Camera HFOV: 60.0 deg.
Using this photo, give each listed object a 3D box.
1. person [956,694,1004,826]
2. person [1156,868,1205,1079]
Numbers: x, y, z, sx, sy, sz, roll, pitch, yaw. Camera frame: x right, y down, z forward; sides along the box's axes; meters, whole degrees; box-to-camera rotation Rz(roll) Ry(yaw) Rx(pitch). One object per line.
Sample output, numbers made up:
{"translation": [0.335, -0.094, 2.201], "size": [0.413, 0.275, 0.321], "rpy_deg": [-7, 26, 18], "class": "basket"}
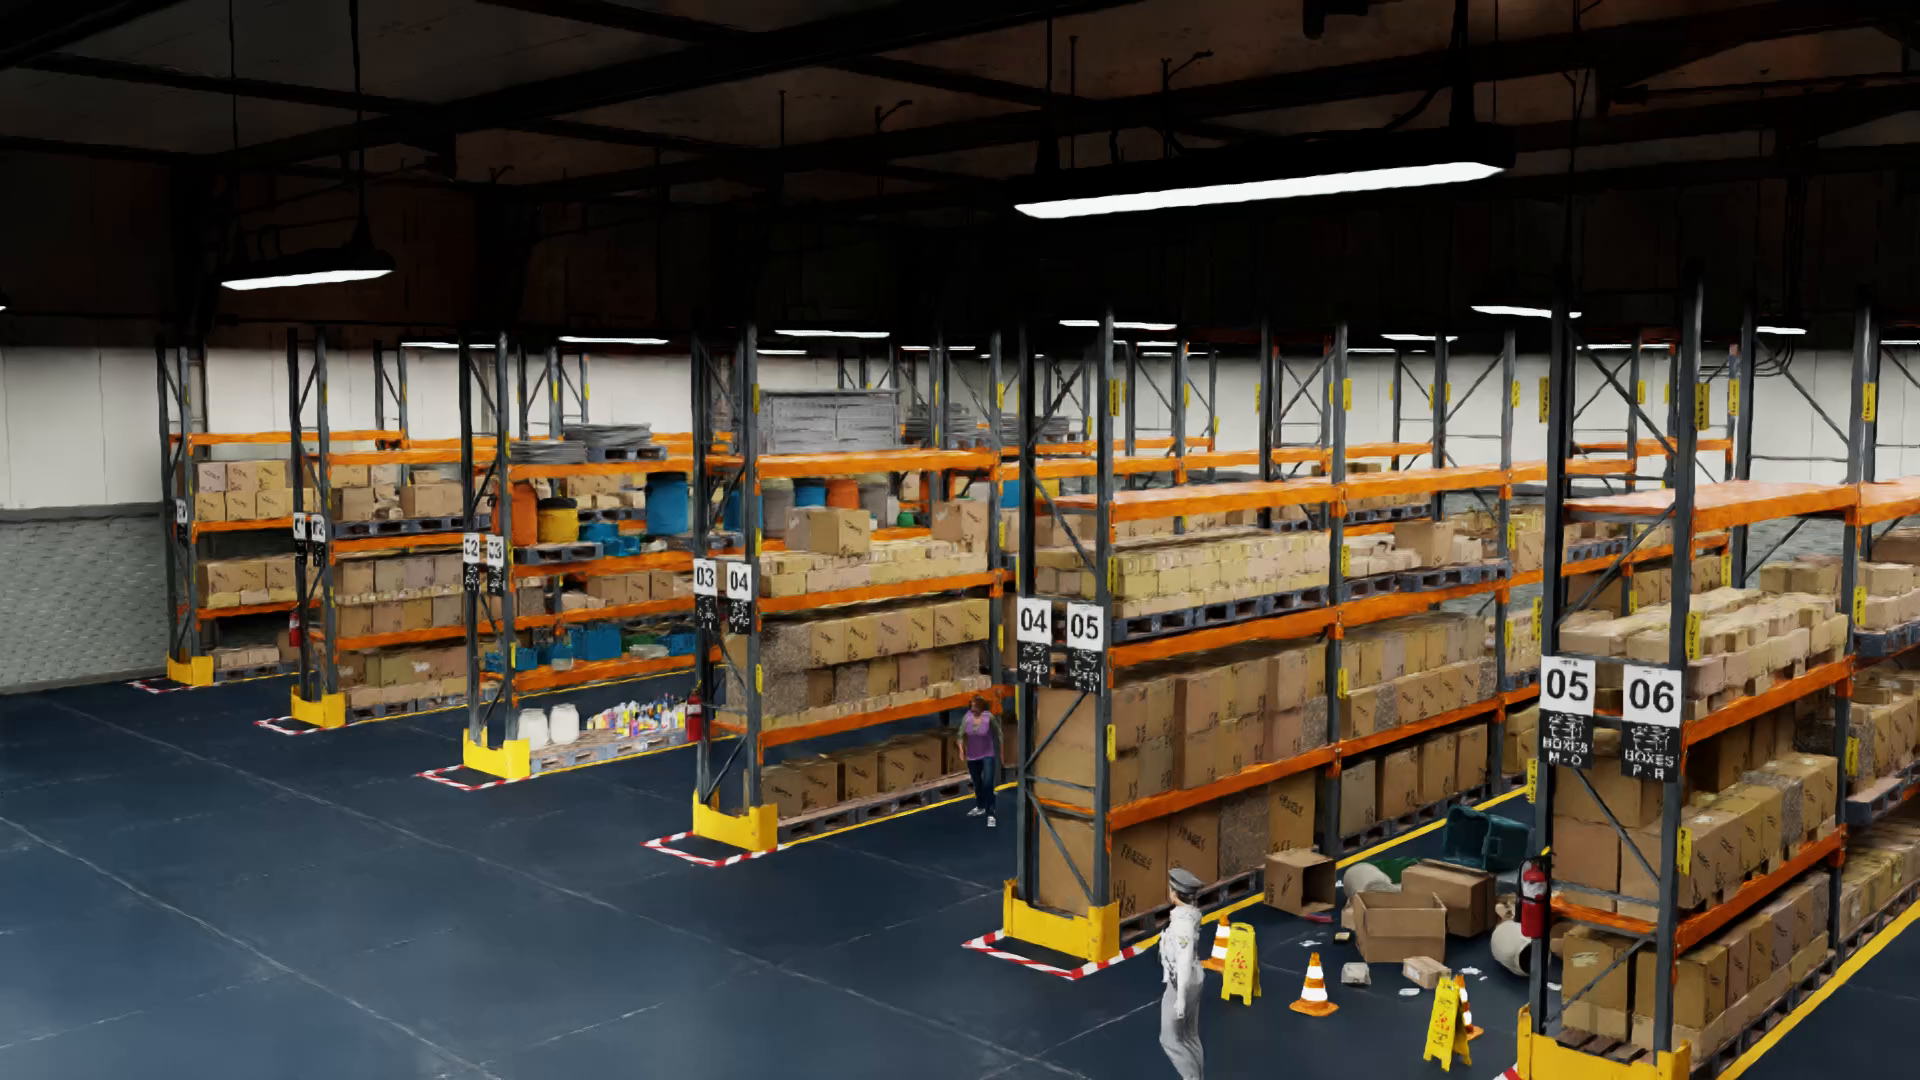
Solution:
{"translation": [0.262, 2.555, 19.602], "size": [0.569, 1.537, 0.733], "rpy_deg": [2, 6, 22], "class": "person"}
{"translation": [1.611, 3.207, 11.913], "size": [0.390, 1.670, 0.576], "rpy_deg": [2, 6, 16], "class": "person"}
